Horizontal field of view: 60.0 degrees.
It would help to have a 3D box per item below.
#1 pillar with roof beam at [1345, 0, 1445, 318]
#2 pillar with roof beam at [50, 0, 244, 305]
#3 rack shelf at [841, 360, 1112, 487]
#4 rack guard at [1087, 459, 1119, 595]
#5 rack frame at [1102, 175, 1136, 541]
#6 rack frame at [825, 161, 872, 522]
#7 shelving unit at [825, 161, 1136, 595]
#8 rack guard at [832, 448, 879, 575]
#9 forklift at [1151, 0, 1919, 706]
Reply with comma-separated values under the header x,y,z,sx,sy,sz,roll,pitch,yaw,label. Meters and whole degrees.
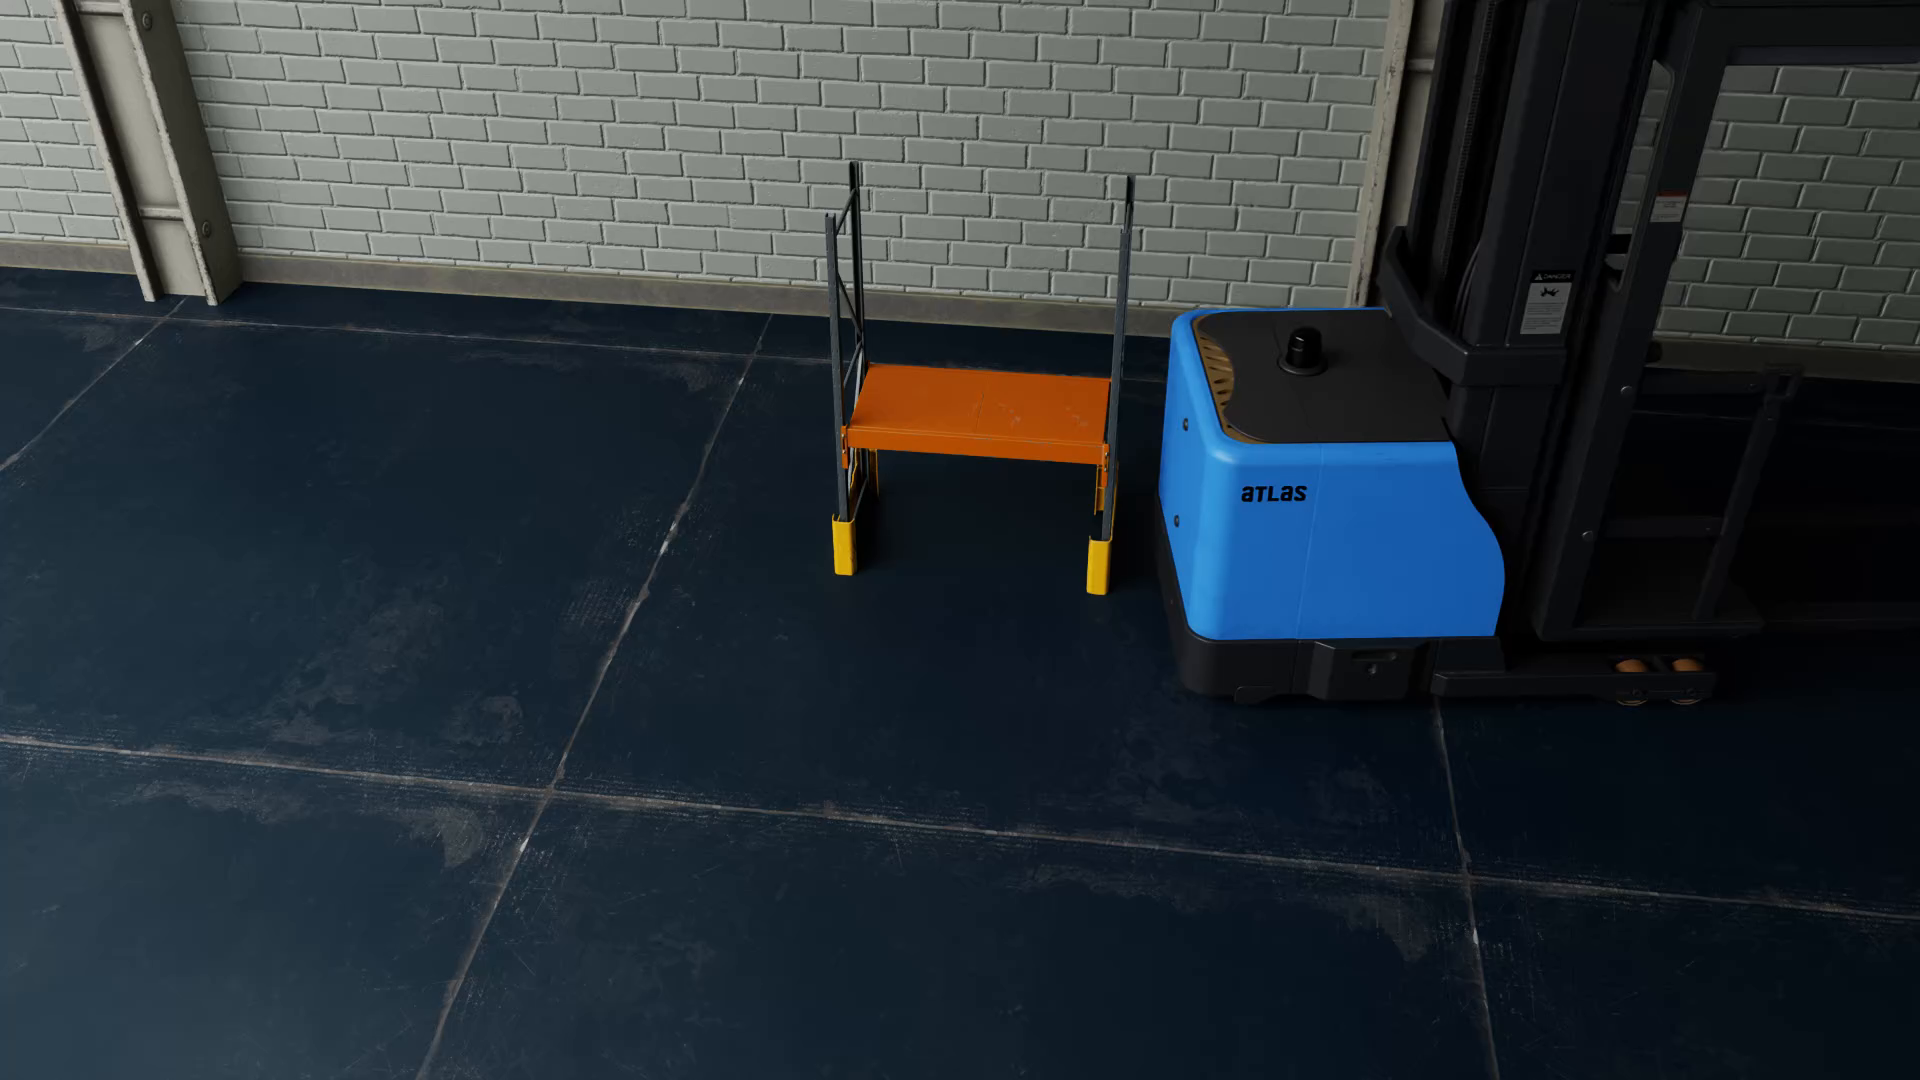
x,y,z,sx,sy,sz,roll,pitch,yaw,label
1.472,-2.029,1.846,0.400,9.000,9.100,4,36,6,pillar with roof beam
-4.479,-2.473,2.468,0.400,9.000,9.100,4,36,6,pillar with roof beam
0.085,-0.458,6.410,1.000,0.185,0.538,4,36,6,rack shelf
0.570,-0.059,6.618,0.087,0.250,0.587,4,36,6,rack guard
0.589,-0.567,6.253,0.032,1.500,0.500,4,36,6,rack frame
-0.420,-0.642,6.358,0.032,1.500,0.500,4,36,6,rack frame
0.076,-0.605,6.306,1.083,1.500,0.587,4,36,6,shelving unit
-0.418,-0.133,6.721,0.087,0.250,0.587,4,36,6,rack guard
2.286,-0.912,5.505,3.031,2.935,1.130,-1,36,-1,forklift
